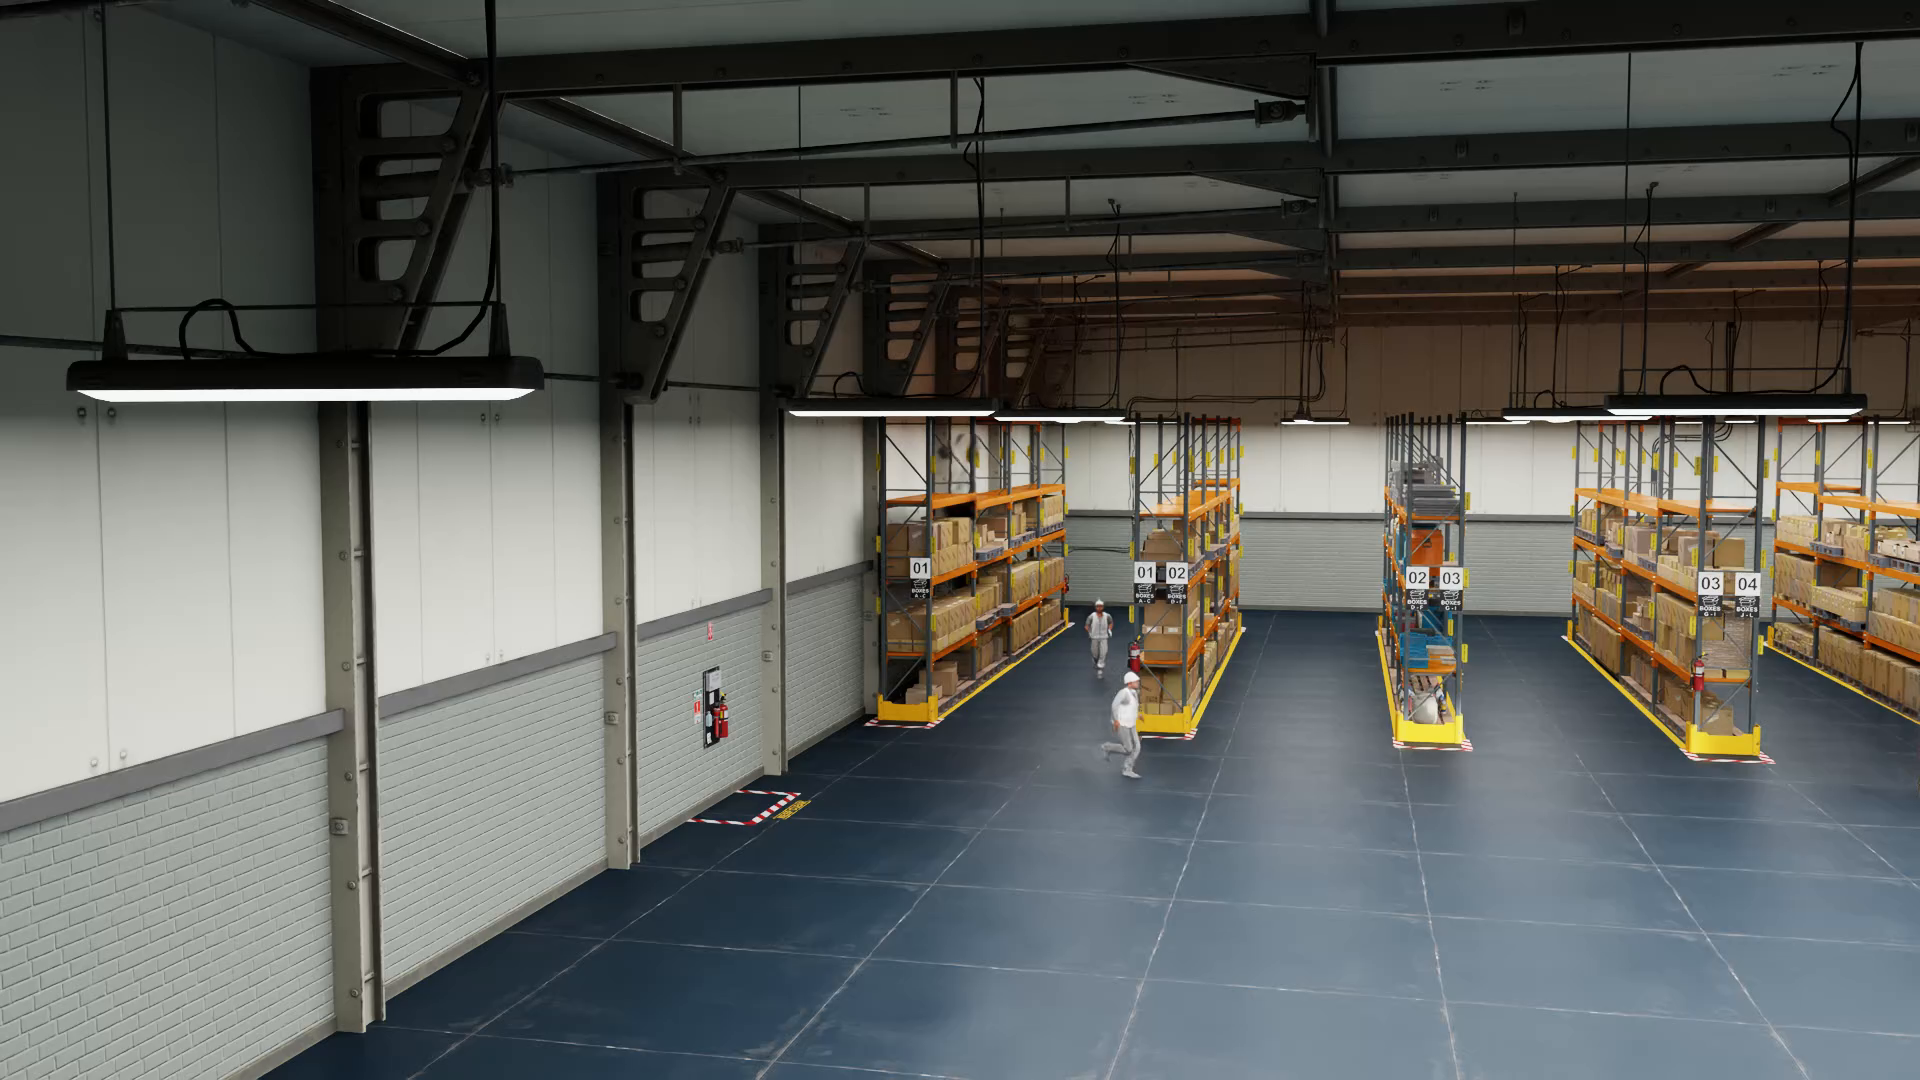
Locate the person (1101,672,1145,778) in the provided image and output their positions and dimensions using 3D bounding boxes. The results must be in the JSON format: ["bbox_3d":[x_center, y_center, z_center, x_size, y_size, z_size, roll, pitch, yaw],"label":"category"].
[{"bbox_3d":[2.674,3.031,27.352,0.705,1.737,0.684,2,4,31],"label":"person"}]

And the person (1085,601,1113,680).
[{"bbox_3d":[3.199,2.271,38.065,0.657,1.771,0.810,0,4,0],"label":"person"}]

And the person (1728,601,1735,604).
[{"bbox_3d":[19.791,2.008,42.494,0.567,1.643,0.663,1,4,12],"label":"person"}]
